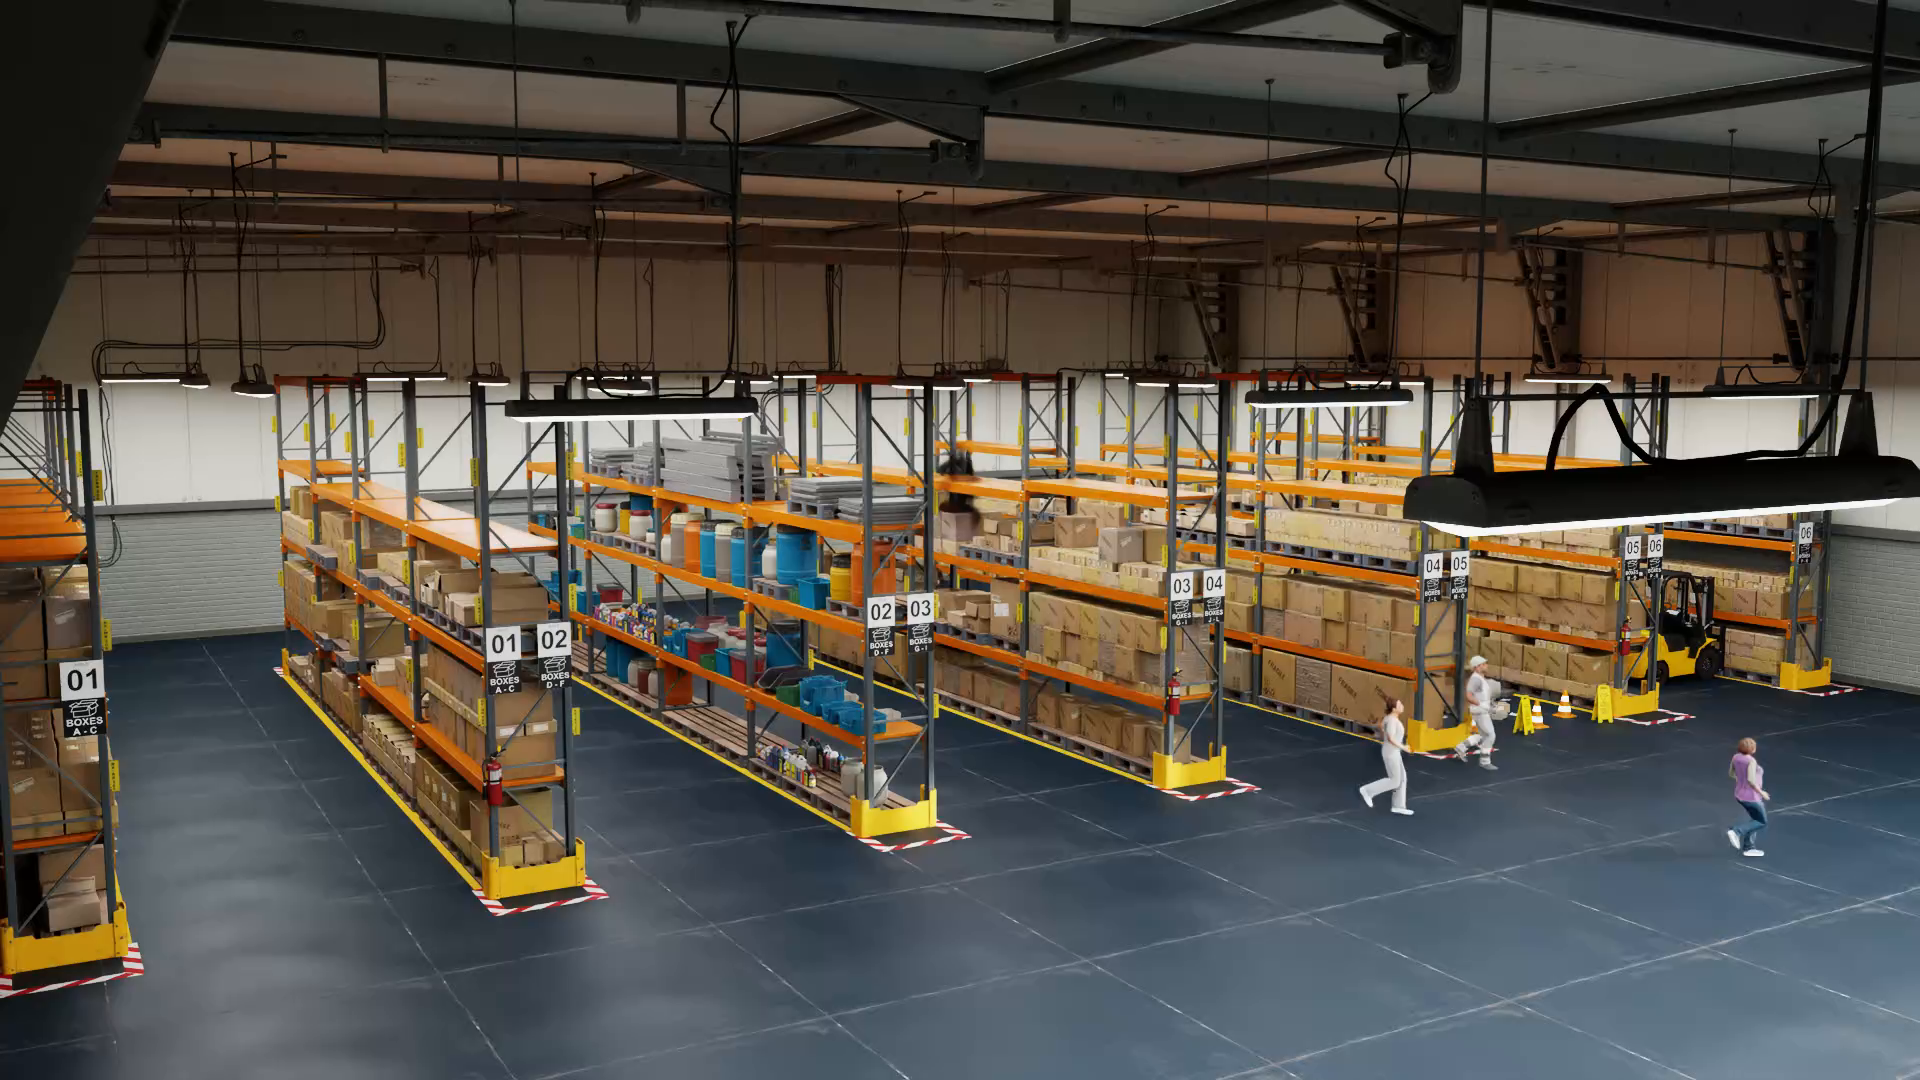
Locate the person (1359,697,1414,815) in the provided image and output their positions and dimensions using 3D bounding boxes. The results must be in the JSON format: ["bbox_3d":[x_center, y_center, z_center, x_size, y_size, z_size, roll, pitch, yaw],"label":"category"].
[{"bbox_3d":[5.950,2.997,23.159,0.757,1.656,0.573,1,6,8],"label":"person"}]

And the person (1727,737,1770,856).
[{"bbox_3d":[9.964,3.265,21.074,0.560,1.532,0.527,-1,6,-8],"label":"person"}]

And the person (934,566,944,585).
[{"bbox_3d":[-0.715,1.274,38.303,0.707,1.840,0.797,-3,7,-24],"label":"person"}]

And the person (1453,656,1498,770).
[{"bbox_3d":[8.016,2.671,25.698,0.643,1.778,0.663,2,7,20],"label":"person"}]
